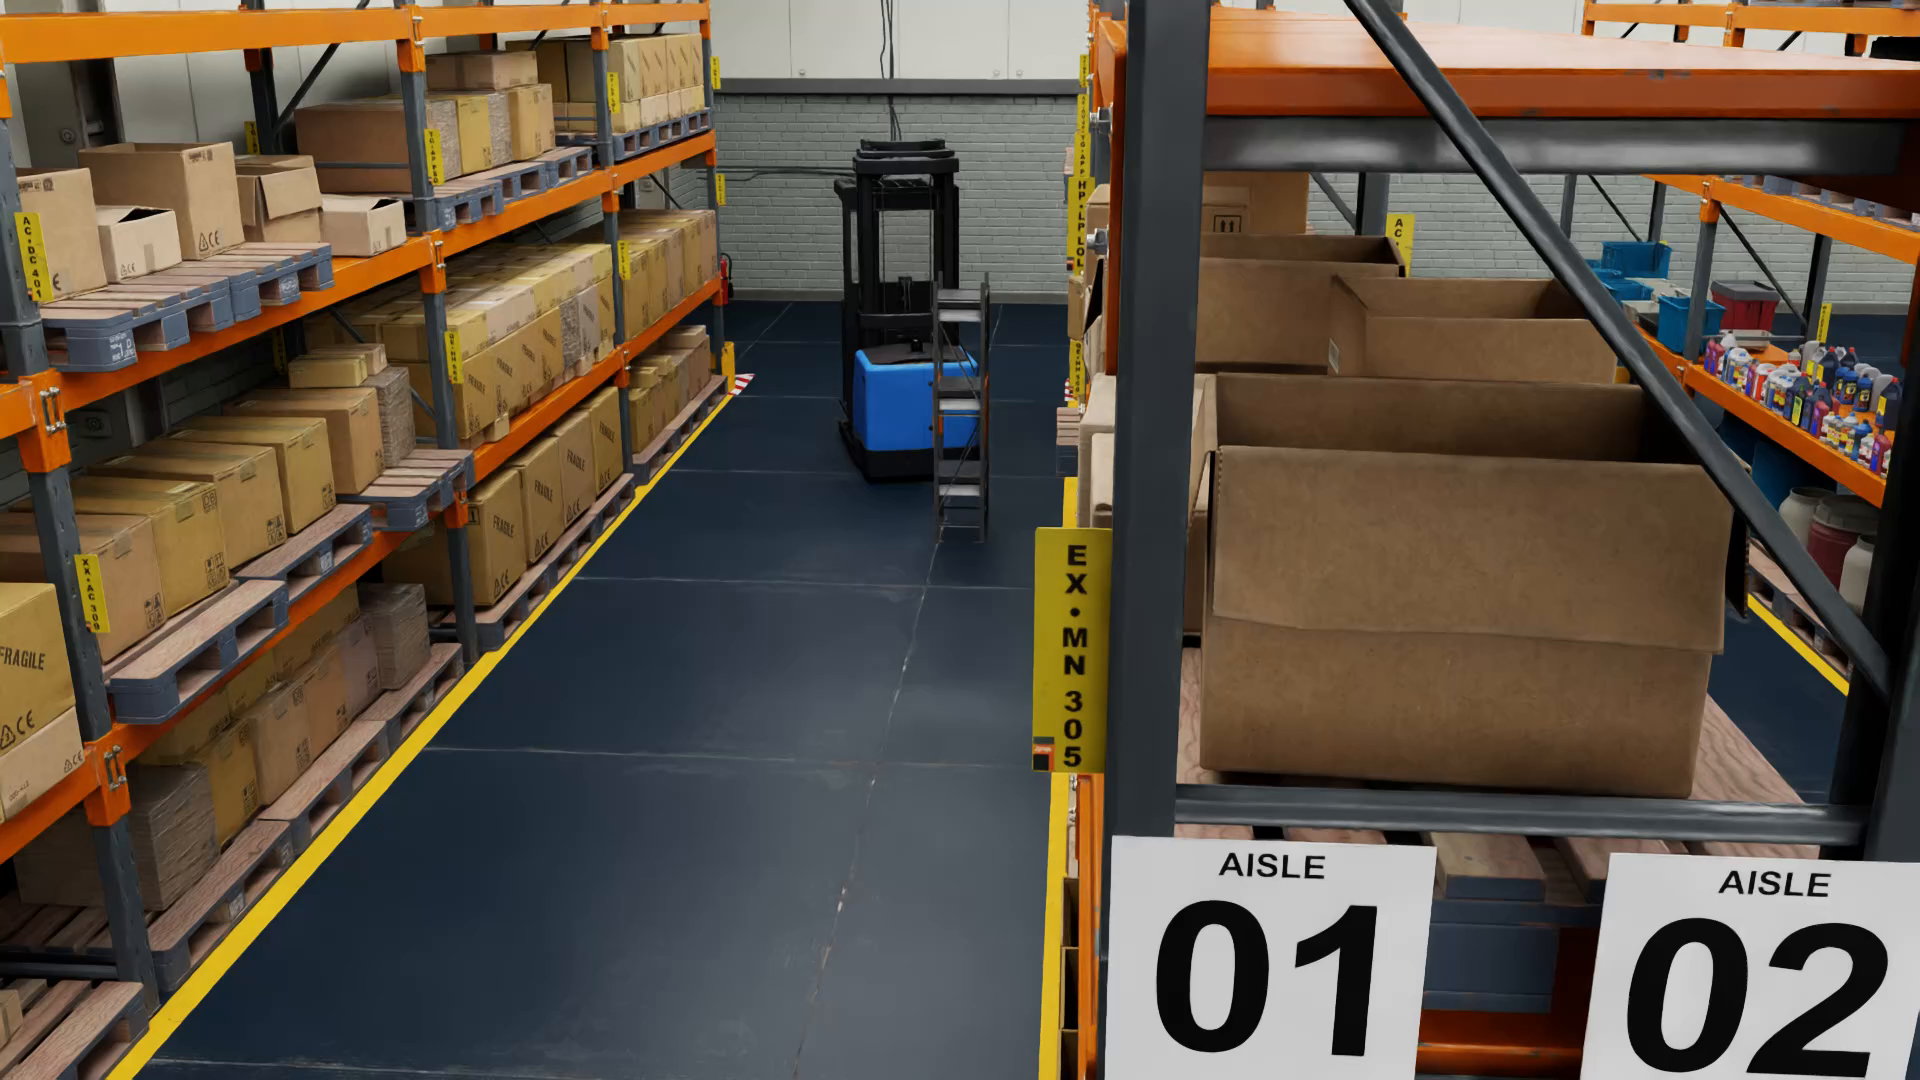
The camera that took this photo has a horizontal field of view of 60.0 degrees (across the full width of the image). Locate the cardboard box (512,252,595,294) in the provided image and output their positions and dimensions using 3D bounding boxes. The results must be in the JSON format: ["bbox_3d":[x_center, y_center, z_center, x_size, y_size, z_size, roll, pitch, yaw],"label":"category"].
[{"bbox_3d":[-3.224,-2.116,13.190,0.500,0.250,0.500,2,18,5],"label":"cardboard box"}]

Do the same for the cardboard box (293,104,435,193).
[{"bbox_3d":[-3.709,-2.460,10.428,0.700,0.500,0.500,0,18,0],"label":"cardboard box"}]

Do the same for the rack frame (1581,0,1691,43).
[{"bbox_3d":[6.769,-5.743,16.498,1.000,3.000,0.127,1,18,4],"label":"rack frame"}]

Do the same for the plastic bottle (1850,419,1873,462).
[{"bbox_3d":[5.856,-0.649,10.793,0.097,0.271,0.097,0,18,0],"label":"plastic bottle"}]

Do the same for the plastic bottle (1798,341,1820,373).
[{"bbox_3d":[6.777,-1.461,13.264,0.152,0.276,0.135,1,18,4],"label":"plastic bottle"}]

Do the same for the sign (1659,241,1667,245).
[{"bbox_3d":[7.319,-2.962,17.384,0.100,0.325,0.005,1,18,4],"label":"sign"}]

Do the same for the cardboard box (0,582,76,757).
[{"bbox_3d":[-3.698,0.473,6.167,0.500,0.500,0.500,1,18,4],"label":"cardboard box"}]

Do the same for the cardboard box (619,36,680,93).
[{"bbox_3d":[-2.968,-4.520,15.784,0.500,0.500,0.500,0,18,1],"label":"cardboard box"}]

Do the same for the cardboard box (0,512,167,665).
[{"bbox_3d":[-3.902,0.200,7.129,0.700,0.500,0.500,1,18,4],"label":"cardboard box"}]

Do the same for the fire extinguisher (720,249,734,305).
[{"bbox_3d":[-2.641,-2.936,18.288,0.296,0.674,0.183,1,18,4],"label":"fire extinguisher"}]

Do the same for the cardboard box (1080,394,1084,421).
[{"bbox_3d":[1.188,-0.964,10.714,0.700,0.500,0.500,-5,19,-15],"label":"cardboard box"}]

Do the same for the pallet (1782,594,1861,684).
[{"bbox_3d":[6.211,0.672,11.033,1.003,0.211,1.213,1,18,4],"label":"pallet"}]

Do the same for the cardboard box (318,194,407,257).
[{"bbox_3d":[-3.468,-1.791,9.367,0.500,0.311,0.500,1,18,4],"label":"cardboard box"}]

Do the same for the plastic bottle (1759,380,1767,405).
[{"bbox_3d":[5.967,-1.097,12.273,0.097,0.201,0.097,0,18,0],"label":"plastic bottle"}]

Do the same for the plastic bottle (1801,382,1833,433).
[{"bbox_3d":[5.934,-0.923,11.501,0.144,0.351,0.185,1,18,4],"label":"plastic bottle"}]

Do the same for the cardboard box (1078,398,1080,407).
[{"bbox_3d":[1.300,-0.966,14.862,0.500,0.500,0.500,1,18,4],"label":"cardboard box"}]

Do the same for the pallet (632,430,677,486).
[{"bbox_3d":[-3.267,-0.780,15.465,1.003,0.211,1.213,1,18,4],"label":"pallet"}]

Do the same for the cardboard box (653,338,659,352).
[{"bbox_3d":[-3.307,-2.022,17.074,0.380,0.149,0.250,1,18,4],"label":"cardboard box"}]

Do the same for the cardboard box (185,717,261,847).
[{"bbox_3d":[-3.949,1.202,8.245,0.700,0.500,0.500,1,18,3],"label":"cardboard box"}]

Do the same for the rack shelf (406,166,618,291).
[{"bbox_3d":[-3.542,-2.333,12.065,1.077,0.370,4.000,1,18,4],"label":"rack shelf"}]

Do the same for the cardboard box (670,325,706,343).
[{"bbox_3d":[-2.890,-2.170,17.525,0.380,0.149,0.250,1,18,3],"label":"cardboard box"}]

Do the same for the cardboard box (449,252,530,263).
[{"bbox_3d":[-3.723,-2.126,13.219,0.500,0.250,0.500,1,18,5],"label":"cardboard box"}]

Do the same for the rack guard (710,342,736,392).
[{"bbox_3d":[-3.111,-1.933,18.519,1.175,0.500,0.348,1,18,4],"label":"rack guard"}]

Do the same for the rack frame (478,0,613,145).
[{"bbox_3d":[-3.399,-4.722,13.381,1.000,3.000,0.127,1,18,4],"label":"rack frame"}]

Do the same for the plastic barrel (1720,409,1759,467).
[{"bbox_3d":[6.426,-0.684,13.387,0.600,0.901,0.708,1,18,4],"label":"plastic barrel"}]

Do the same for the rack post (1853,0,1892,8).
[{"bbox_3d":[6.464,-3.632,10.857,0.937,0.300,0.954,3,18,10],"label":"rack post"}]

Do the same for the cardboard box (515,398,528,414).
[{"bbox_3d":[-3.367,-1.016,12.078,0.380,0.149,0.250,2,18,5],"label":"cardboard box"}]

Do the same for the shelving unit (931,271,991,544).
[{"bbox_3d":[0.012,-1.049,13.253,0.431,2.100,0.503,1,18,4],"label":"shelving unit"}]

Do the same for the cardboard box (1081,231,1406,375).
[{"bbox_3d":[0.725,-0.509,4.276,0.797,0.503,0.637,3,18,10],"label":"cardboard box"}]

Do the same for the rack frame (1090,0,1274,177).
[{"bbox_3d":[1.255,-3.370,9.256,1.000,3.000,0.127,1,18,4],"label":"rack frame"}]

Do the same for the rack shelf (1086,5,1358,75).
[{"bbox_3d":[1.112,-2.217,7.535,1.077,0.370,4.000,1,18,4],"label":"rack shelf"}]

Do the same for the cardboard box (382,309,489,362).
[{"bbox_3d":[-3.394,-1.327,10.782,0.500,0.250,0.500,2,18,5],"label":"cardboard box"}]

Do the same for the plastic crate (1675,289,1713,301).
[{"bbox_3d":[6.776,-2.092,15.084,0.437,0.282,0.530,1,18,4],"label":"plastic crate"}]

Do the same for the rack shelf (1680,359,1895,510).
[{"bbox_3d":[6.339,-0.687,11.857,1.077,0.370,4.000,1,18,4],"label":"rack shelf"}]

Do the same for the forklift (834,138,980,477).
[{"bbox_3d":[-0.599,-2.378,15.972,1.130,2.935,3.031,-3,18,-10],"label":"forklift"}]

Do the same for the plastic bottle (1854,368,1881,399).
[{"bbox_3d":[6.705,-1.149,12.312,0.152,0.276,0.135,1,18,4],"label":"plastic bottle"}]

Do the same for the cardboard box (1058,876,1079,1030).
[{"bbox_3d":[0.623,1.611,6.227,0.500,0.500,0.500,1,18,4],"label":"cardboard box"}]

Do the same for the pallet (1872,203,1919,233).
[{"bbox_3d":[6.348,-1.978,10.130,1.003,0.211,1.213,1,18,4],"label":"pallet"}]

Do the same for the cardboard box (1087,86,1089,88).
[{"bbox_3d":[1.532,-4.442,16.782,0.500,0.250,0.500,1,18,4],"label":"cardboard box"}]

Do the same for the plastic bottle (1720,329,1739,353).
[{"bbox_3d":[6.131,-1.512,13.298,0.144,0.351,0.185,1,18,4],"label":"plastic bottle"}]

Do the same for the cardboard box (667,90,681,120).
[{"bbox_3d":[-2.969,-4.158,15.883,0.500,0.250,0.500,1,18,2],"label":"cardboard box"}]

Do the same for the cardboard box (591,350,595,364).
[{"bbox_3d":[-3.199,-1.491,13.529,0.380,0.149,0.250,2,18,6],"label":"cardboard box"}]

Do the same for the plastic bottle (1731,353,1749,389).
[{"bbox_3d":[6.007,-1.304,12.793,0.097,0.271,0.097,0,18,0],"label":"plastic bottle"}]

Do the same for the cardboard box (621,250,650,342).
[{"bbox_3d":[-3.344,-2.182,14.782,0.980,0.700,0.700,2,18,5],"label":"cardboard box"}]

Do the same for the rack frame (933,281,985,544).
[{"bbox_3d":[-0.006,-0.973,13.022,0.400,2.100,0.015,1,18,4],"label":"rack frame"}]

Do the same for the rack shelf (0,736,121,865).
[{"bbox_3d":[-4.116,1.577,4.949,1.077,0.370,4.000,1,18,4],"label":"rack shelf"}]

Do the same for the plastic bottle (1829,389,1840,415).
[{"bbox_3d":[6.038,-0.896,11.528,0.061,0.283,0.133,1,18,4],"label":"plastic bottle"}]

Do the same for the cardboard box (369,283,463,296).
[{"bbox_3d":[-3.831,-1.650,11.766,0.500,0.250,0.500,1,18,3],"label":"cardboard box"}]

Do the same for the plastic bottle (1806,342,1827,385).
[{"bbox_3d":[6.599,-1.337,12.764,0.144,0.351,0.185,1,18,4],"label":"plastic bottle"}]

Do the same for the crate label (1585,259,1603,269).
[{"bbox_3d":[6.423,-2.772,17.237,0.416,0.233,0.303,1,18,4],"label":"crate label"}]

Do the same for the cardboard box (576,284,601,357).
[{"bbox_3d":[-3.207,-1.762,13.311,0.500,0.500,0.500,1,18,4],"label":"cardboard box"}]

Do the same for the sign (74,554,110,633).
[{"bbox_3d":[-3.431,0.212,6.568,0.100,0.325,0.005,1,18,4],"label":"sign"}]

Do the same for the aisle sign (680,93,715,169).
[{"bbox_3d":[-2.808,-4.364,17.750,0.394,0.787,0.004,1,18,4],"label":"aisle sign"}]

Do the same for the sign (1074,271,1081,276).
[{"bbox_3d":[1.000,-2.183,13.876,0.100,0.325,0.005,1,18,4],"label":"sign"}]

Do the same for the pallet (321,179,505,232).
[{"bbox_3d":[-3.693,-2.165,10.700,1.213,0.211,1.003,2,18,6],"label":"pallet"}]

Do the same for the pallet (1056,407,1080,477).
[{"bbox_3d":[1.234,-0.640,10.867,1.213,0.211,1.003,1,18,4],"label":"pallet"}]

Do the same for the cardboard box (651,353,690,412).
[{"bbox_3d":[-3.134,-1.594,16.809,0.700,0.500,0.500,1,18,2],"label":"cardboard box"}]

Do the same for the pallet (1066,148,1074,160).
[{"bbox_3d":[1.425,-2.897,12.930,1.213,0.211,1.003,1,18,4],"label":"pallet"}]
